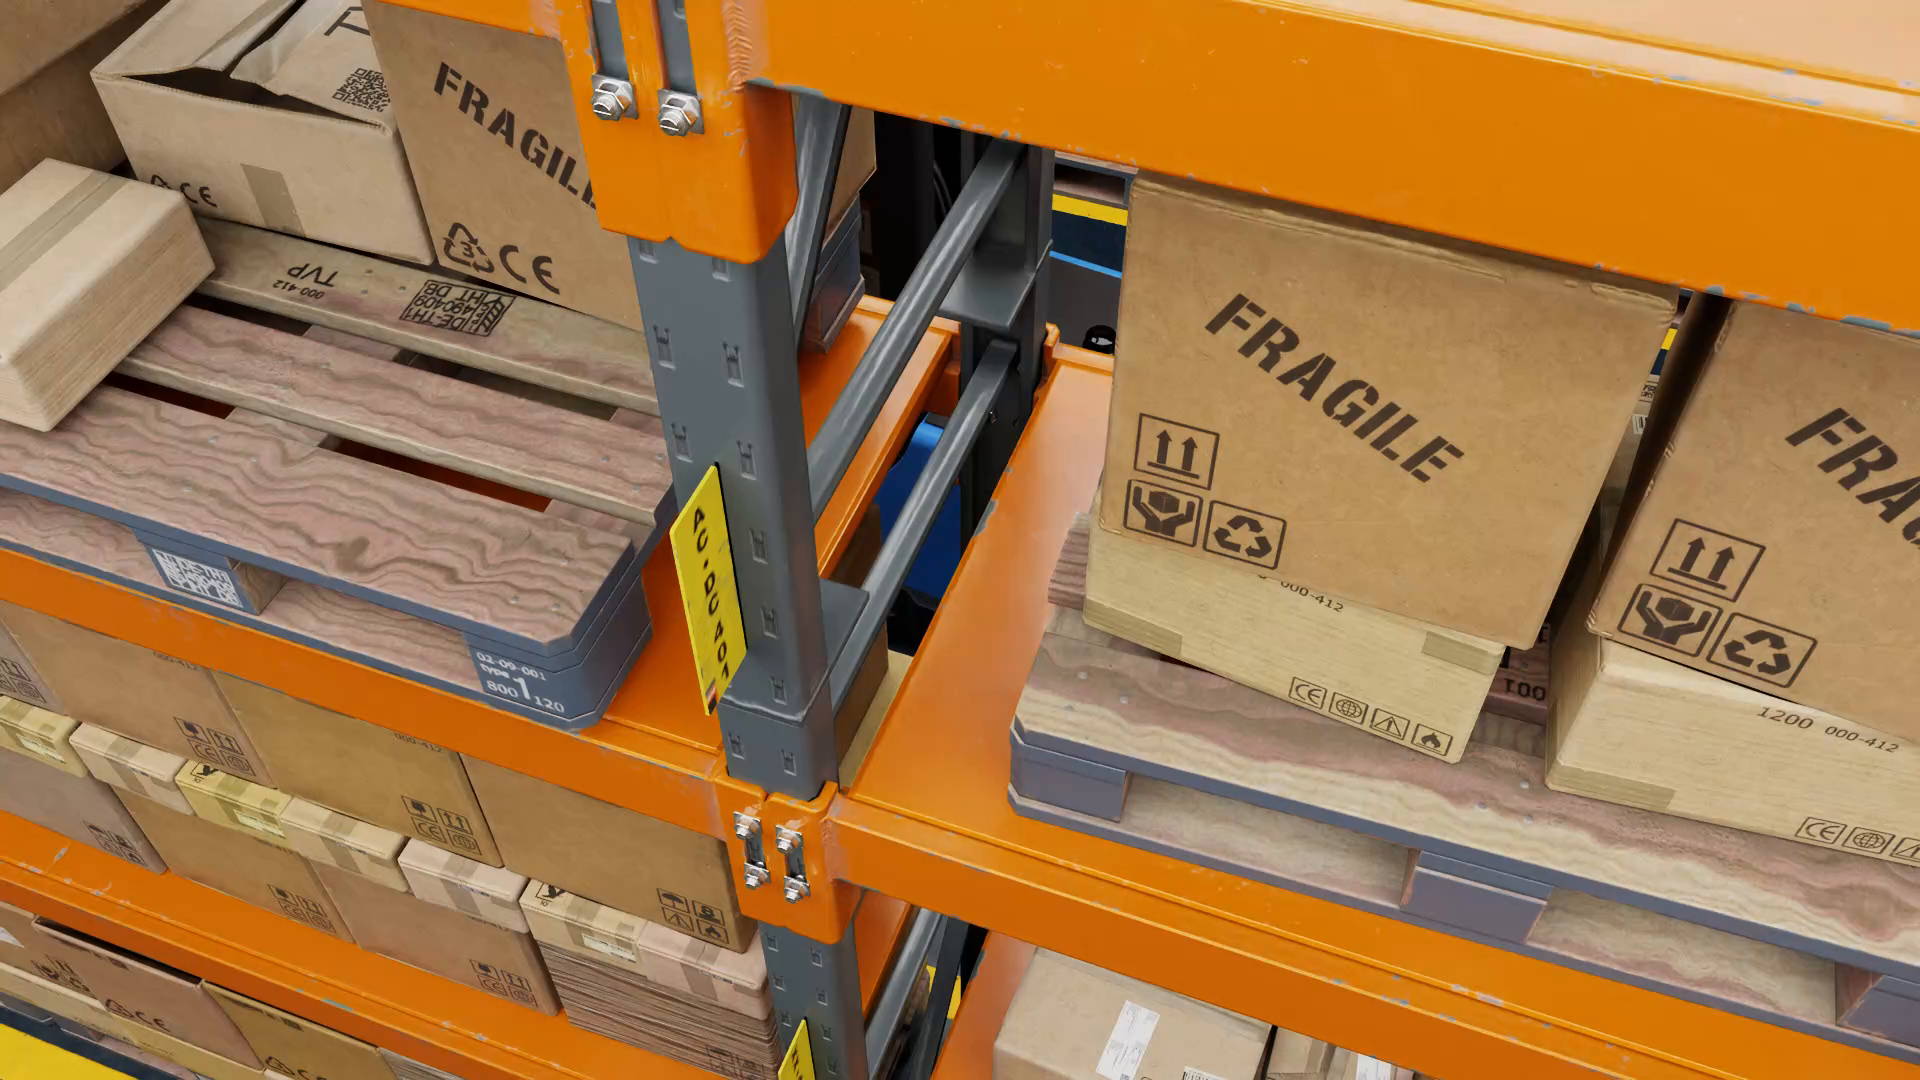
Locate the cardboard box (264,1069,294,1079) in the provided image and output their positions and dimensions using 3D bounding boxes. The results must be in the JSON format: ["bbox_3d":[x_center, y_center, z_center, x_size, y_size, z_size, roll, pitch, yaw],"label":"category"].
[{"bbox_3d":[-1.534,1.385,4.607,0.500,0.250,0.500,16,51,13],"label":"cardboard box"}]

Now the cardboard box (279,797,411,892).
[{"bbox_3d":[-1.137,0.481,3.353,0.250,0.149,0.380,15,51,13],"label":"cardboard box"}]

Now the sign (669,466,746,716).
[{"bbox_3d":[-0.274,0.063,1.831,0.005,0.325,0.100,16,51,13],"label":"sign"}]

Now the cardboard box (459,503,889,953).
[{"bbox_3d":[-0.502,0.277,3.100,0.500,0.500,0.700,16,51,13],"label":"cardboard box"}]

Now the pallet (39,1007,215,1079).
[{"bbox_3d":[-1.963,1.204,5.067,1.213,0.211,1.003,16,51,13],"label":"pallet"}]

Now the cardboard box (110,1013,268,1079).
[{"bbox_3d":[-2.003,1.254,4.720,0.500,0.250,0.500,16,51,13],"label":"cardboard box"}]

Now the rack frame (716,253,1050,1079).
[{"bbox_3d":[-0.083,0.847,3.531,0.127,3.000,1.000,16,51,13],"label":"rack frame"}]

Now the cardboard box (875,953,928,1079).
[{"bbox_3d":[-0.413,1.273,4.703,0.500,0.250,0.500,16,51,13],"label":"cardboard box"}]

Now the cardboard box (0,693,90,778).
[{"bbox_3d":[-1.853,0.281,3.526,0.250,0.149,0.380,17,51,14],"label":"cardboard box"}]

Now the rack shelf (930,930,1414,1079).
[{"bbox_3d":[1.793,1.606,3.349,4.000,0.370,1.077,16,51,13],"label":"rack shelf"}]

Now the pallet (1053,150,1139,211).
[{"bbox_3d":[0.988,-1.903,7.760,1.213,0.211,1.003,16,51,13],"label":"pallet"}]

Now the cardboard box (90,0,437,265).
[{"bbox_3d":[-0.971,-0.750,2.619,0.500,0.311,0.500,13,50,11],"label":"cardboard box"}]

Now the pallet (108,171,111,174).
[{"bbox_3d":[-2.033,-0.632,2.887,1.213,0.211,1.003,16,51,13],"label":"pallet"}]

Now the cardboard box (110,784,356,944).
[{"bbox_3d":[-1.468,0.435,3.822,0.500,0.500,0.700,16,51,14],"label":"cardboard box"}]

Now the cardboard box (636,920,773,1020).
[{"bbox_3d":[-0.413,0.682,3.178,0.250,0.149,0.380,16,51,13],"label":"cardboard box"}]

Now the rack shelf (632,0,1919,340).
[{"bbox_3d":[1.793,-0.228,1.233,4.000,0.370,1.077,16,51,13],"label":"rack shelf"}]

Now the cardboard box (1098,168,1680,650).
[{"bbox_3d":[0.482,-0.280,1.848,0.500,0.500,0.500,16,51,14],"label":"cardboard box"}]

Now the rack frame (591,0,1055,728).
[{"bbox_3d":[-0.083,-1.118,1.264,0.127,3.000,1.000,16,51,13],"label":"rack frame"}]

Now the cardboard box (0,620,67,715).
[{"bbox_3d":[-1.914,-0.117,3.442,0.500,0.500,0.700,16,51,13],"label":"cardboard box"}]

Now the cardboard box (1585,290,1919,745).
[{"bbox_3d":[1.024,-0.148,1.733,0.500,0.500,0.500,20,52,17],"label":"cardboard box"}]

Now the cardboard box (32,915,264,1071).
[{"bbox_3d":[-2.003,1.009,4.436,0.500,0.500,0.500,16,51,13],"label":"cardboard box"}]

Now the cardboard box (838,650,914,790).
[{"bbox_3d":[-0.268,0.394,3.428,0.250,0.149,0.380,16,51,13],"label":"cardboard box"}]

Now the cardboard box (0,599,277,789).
[{"bbox_3d":[-1.446,0.014,3.328,0.500,0.500,0.700,16,51,13],"label":"cardboard box"}]

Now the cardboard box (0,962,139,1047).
[{"bbox_3d":[-2.470,1.120,4.836,0.500,0.250,0.500,16,51,13],"label":"cardboard box"}]

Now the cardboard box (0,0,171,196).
[{"bbox_3d":[-1.584,-0.874,2.598,0.637,0.503,0.797,21,52,17],"label":"cardboard box"}]

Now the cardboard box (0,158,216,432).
[{"bbox_3d":[-1.309,-0.359,2.387,0.250,0.149,0.380,16,51,13],"label":"cardboard box"}]

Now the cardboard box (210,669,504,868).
[{"bbox_3d":[-0.976,0.146,3.214,0.500,0.500,0.700,15,51,13],"label":"cardboard box"}]

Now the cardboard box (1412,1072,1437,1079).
[{"bbox_3d":[1.126,1.165,3.190,0.500,0.500,0.500,19,52,16],"label":"cardboard box"}]

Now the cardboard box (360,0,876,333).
[{"bbox_3d":[-0.464,-0.671,2.425,0.500,0.500,0.500,19,52,16],"label":"cardboard box"}]

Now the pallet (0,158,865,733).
[{"bbox_3d":[-0.892,-0.312,2.609,1.213,0.211,1.003,16,51,13],"label":"pallet"}]

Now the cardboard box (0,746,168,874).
[{"bbox_3d":[-1.949,0.301,3.938,0.500,0.500,0.700,17,51,14],"label":"cardboard box"}]

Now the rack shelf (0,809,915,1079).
[{"bbox_3d":[-1.959,0.559,4.257,4.000,0.370,1.077,16,51,13],"label":"rack shelf"}]

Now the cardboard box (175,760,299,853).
[{"bbox_3d":[-1.366,0.414,3.410,0.250,0.149,0.380,15,51,13],"label":"cardboard box"}]

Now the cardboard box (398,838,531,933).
[{"bbox_3d":[-0.890,0.549,3.294,0.250,0.149,0.380,14,51,12],"label":"cardboard box"}]

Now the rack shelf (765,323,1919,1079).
[{"bbox_3d":[1.793,0.624,2.216,4.000,0.370,1.077,16,51,13],"label":"rack shelf"}]

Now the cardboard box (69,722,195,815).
[{"bbox_3d":[-1.603,0.349,3.468,0.250,0.149,0.380,17,51,14],"label":"cardboard box"}]

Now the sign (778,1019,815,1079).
[{"bbox_3d":[-0.274,0.931,2.833,0.005,0.325,0.100,16,51,13],"label":"sign"}]

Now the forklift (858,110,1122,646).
[{"bbox_3d":[-0.559,-1.169,5.324,3.031,2.935,1.130,20,52,17],"label":"forklift"}]

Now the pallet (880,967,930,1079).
[{"bbox_3d":[-0.815,1.522,4.791,1.213,0.211,1.003,16,51,13],"label":"pallet"}]

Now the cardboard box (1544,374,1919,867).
[{"bbox_3d":[1.008,0.086,2.027,0.500,0.250,0.500,11,50,10],"label":"cardboard box"}]

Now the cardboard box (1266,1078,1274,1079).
[{"bbox_3d":[0.677,1.306,3.299,0.250,0.149,0.380,16,51,13],"label":"cardboard box"}]

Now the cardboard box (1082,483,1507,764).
[{"bbox_3d":[0.491,-0.056,2.150,0.500,0.250,0.500,20,52,17],"label":"cardboard box"}]

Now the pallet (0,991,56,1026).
[{"bbox_3d":[-3.104,0.883,5.345,1.213,0.211,1.003,16,51,13],"label":"pallet"}]

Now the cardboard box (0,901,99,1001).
[{"bbox_3d":[-2.466,0.866,4.560,0.500,0.500,0.500,16,51,13],"label":"cardboard box"}]

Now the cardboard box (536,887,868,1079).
[{"bbox_3d":[-0.502,0.702,3.590,0.500,0.500,0.700,14,51,12],"label":"cardboard box"}]

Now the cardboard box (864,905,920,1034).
[{"bbox_3d":[-0.410,1.021,4.426,0.500,0.500,0.500,16,51,13],"label":"cardboard box"}]

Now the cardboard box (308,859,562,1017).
[{"bbox_3d":[-0.999,0.569,3.706,0.500,0.500,0.700,15,51,13],"label":"cardboard box"}]

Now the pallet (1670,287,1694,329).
[{"bbox_3d":[3.509,-1.231,7.178,1.213,0.211,1.003,16,51,13],"label":"pallet"}]

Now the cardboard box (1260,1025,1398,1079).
[{"bbox_3d":[0.805,0.991,3.495,0.258,0.266,0.396,14,51,12],"label":"cardboard box"}]

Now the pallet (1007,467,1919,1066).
[{"bbox_3d":[0.749,0.149,2.278,1.217,0.209,0.805,14,50,12],"label":"pallet"}]

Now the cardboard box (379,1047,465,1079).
[{"bbox_3d":[-1.059,1.258,4.220,0.500,0.500,0.500,16,51,13],"label":"cardboard box"}]

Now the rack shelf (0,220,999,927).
[{"bbox_3d":[-1.959,-0.424,3.123,4.000,0.370,1.077,16,51,13],"label":"rack shelf"}]

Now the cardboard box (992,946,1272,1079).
[{"bbox_3d":[0.394,0.994,3.503,0.500,0.250,0.500,19,52,15],"label":"cardboard box"}]

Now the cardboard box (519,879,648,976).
[{"bbox_3d":[-0.644,0.616,3.236,0.250,0.149,0.380,15,51,12],"label":"cardboard box"}]

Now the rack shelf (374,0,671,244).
[{"bbox_3d":[-1.959,-1.275,2.141,4.000,0.370,1.077,16,51,13],"label":"rack shelf"}]

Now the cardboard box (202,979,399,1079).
[{"bbox_3d":[-1.529,1.130,4.331,0.500,0.500,0.500,16,51,13],"label":"cardboard box"}]
